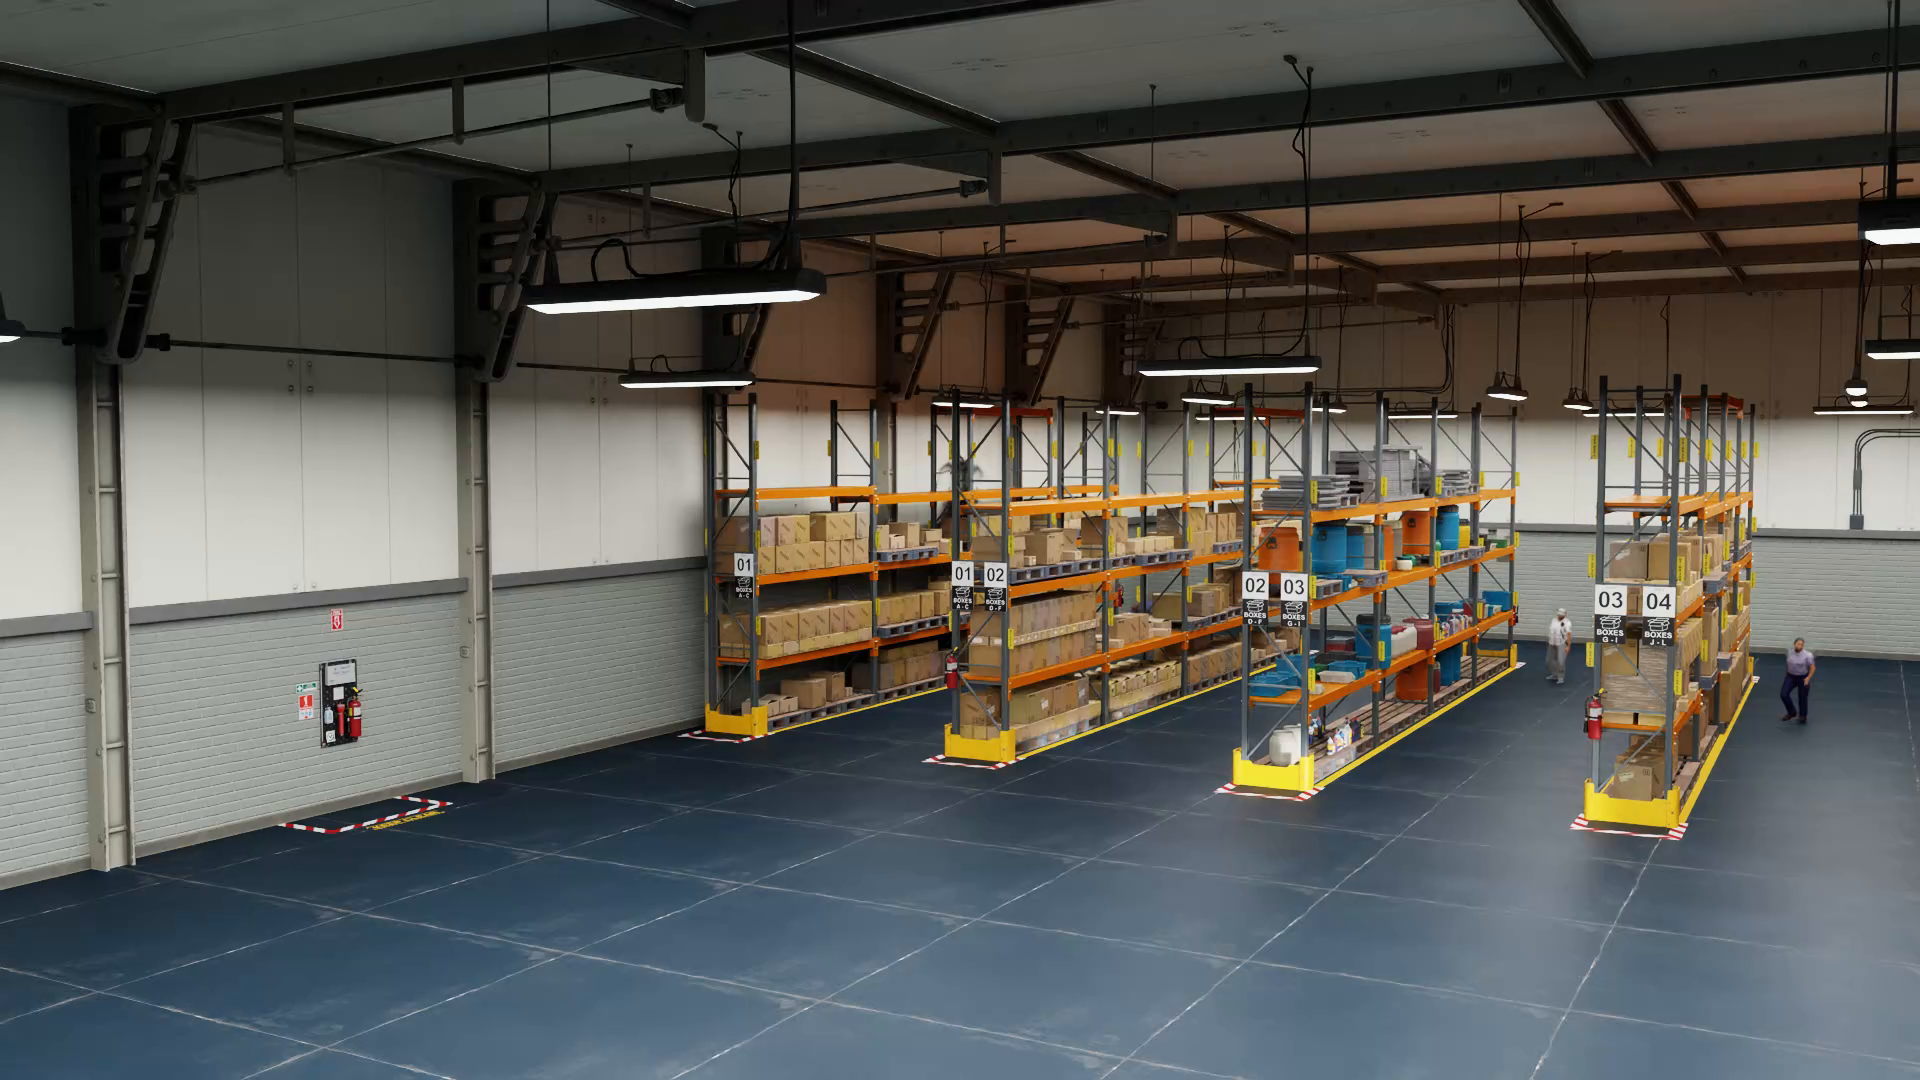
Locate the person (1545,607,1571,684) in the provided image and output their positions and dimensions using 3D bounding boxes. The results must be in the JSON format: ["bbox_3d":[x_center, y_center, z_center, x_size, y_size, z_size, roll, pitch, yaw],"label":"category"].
[{"bbox_3d":[12.845,2.253,35.725,0.495,1.644,0.625,-3,4,-40],"label":"person"}]

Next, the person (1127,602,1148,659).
[{"bbox_3d":[4.208,2.170,39.645,0.567,1.449,1.095,0,3,9],"label":"person"}]

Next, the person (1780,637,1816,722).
[{"bbox_3d":[15.348,2.610,30.396,0.590,1.470,0.727,3,4,45],"label":"person"}]
